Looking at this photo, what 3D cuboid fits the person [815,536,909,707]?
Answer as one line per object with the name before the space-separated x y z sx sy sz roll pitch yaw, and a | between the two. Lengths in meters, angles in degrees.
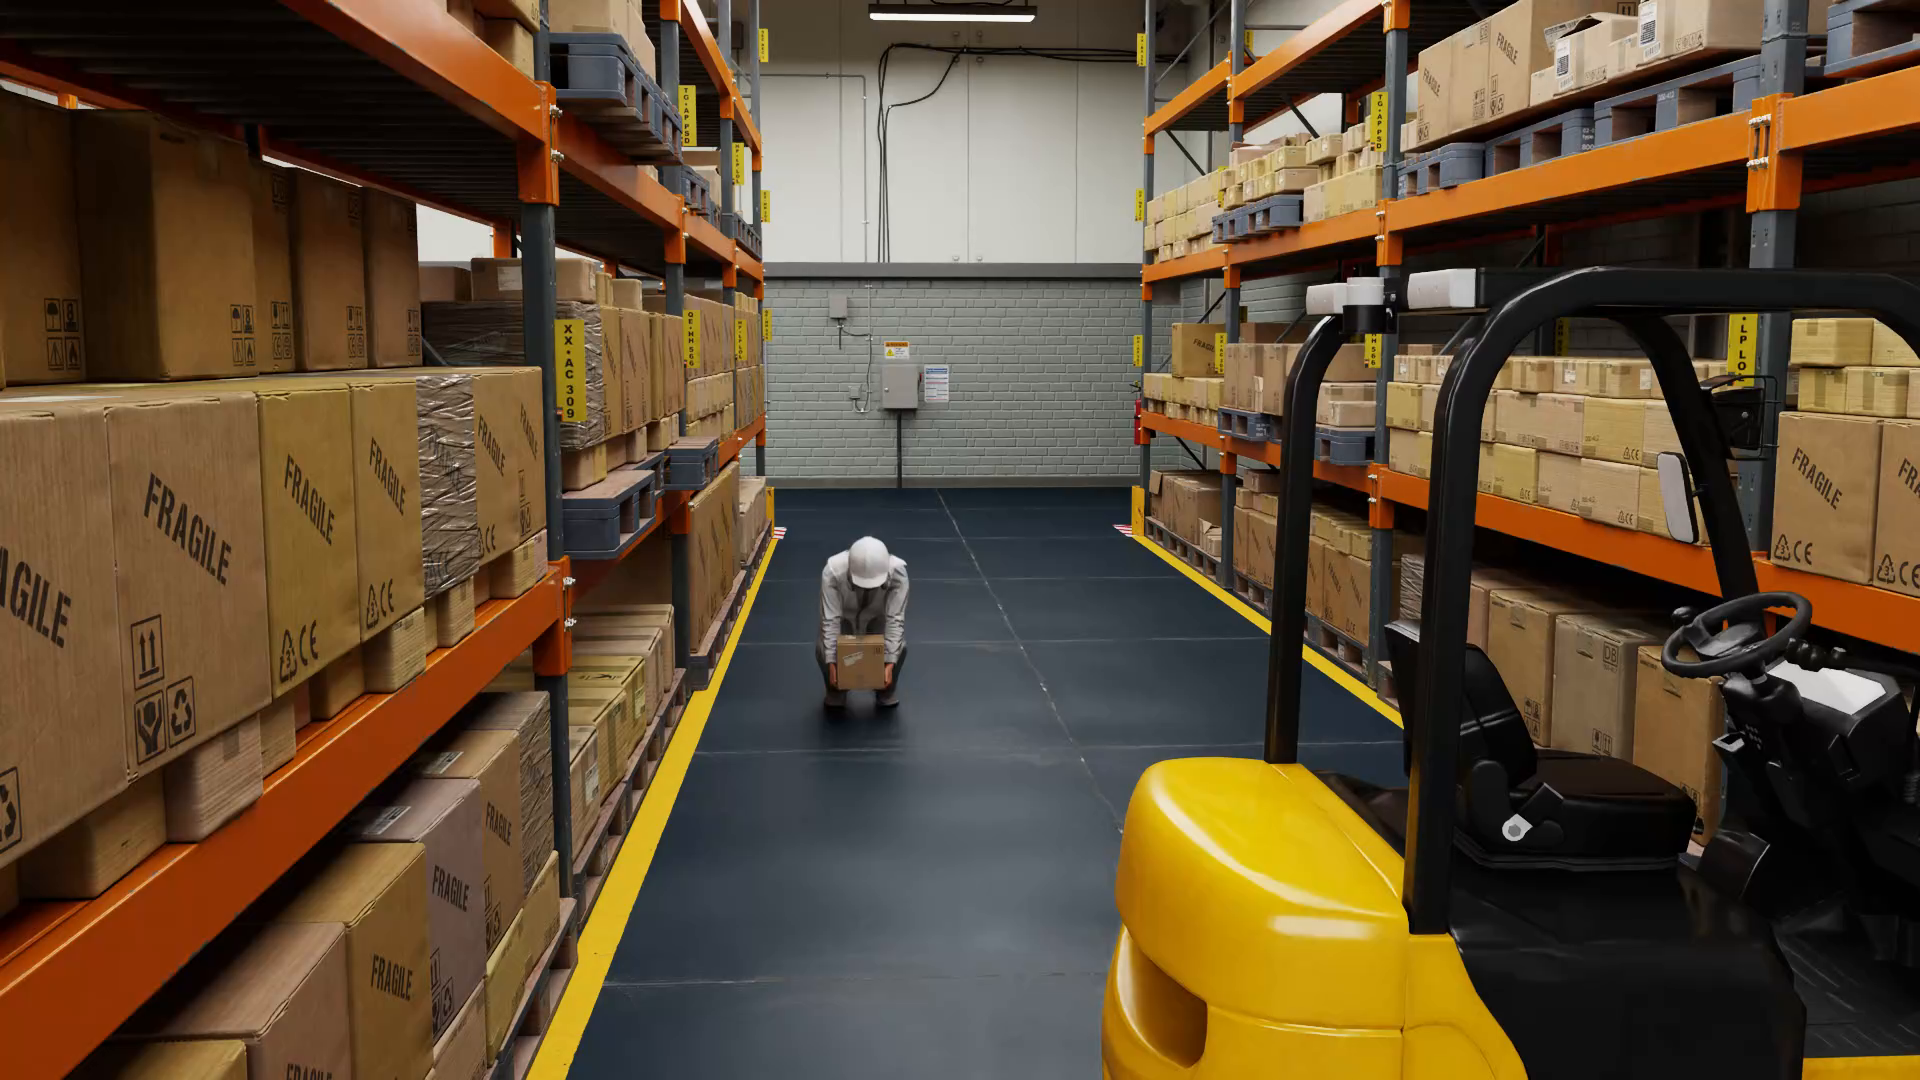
person | -0.542 0.442 9.201 0.514 1.009 0.900 0 7 -3
